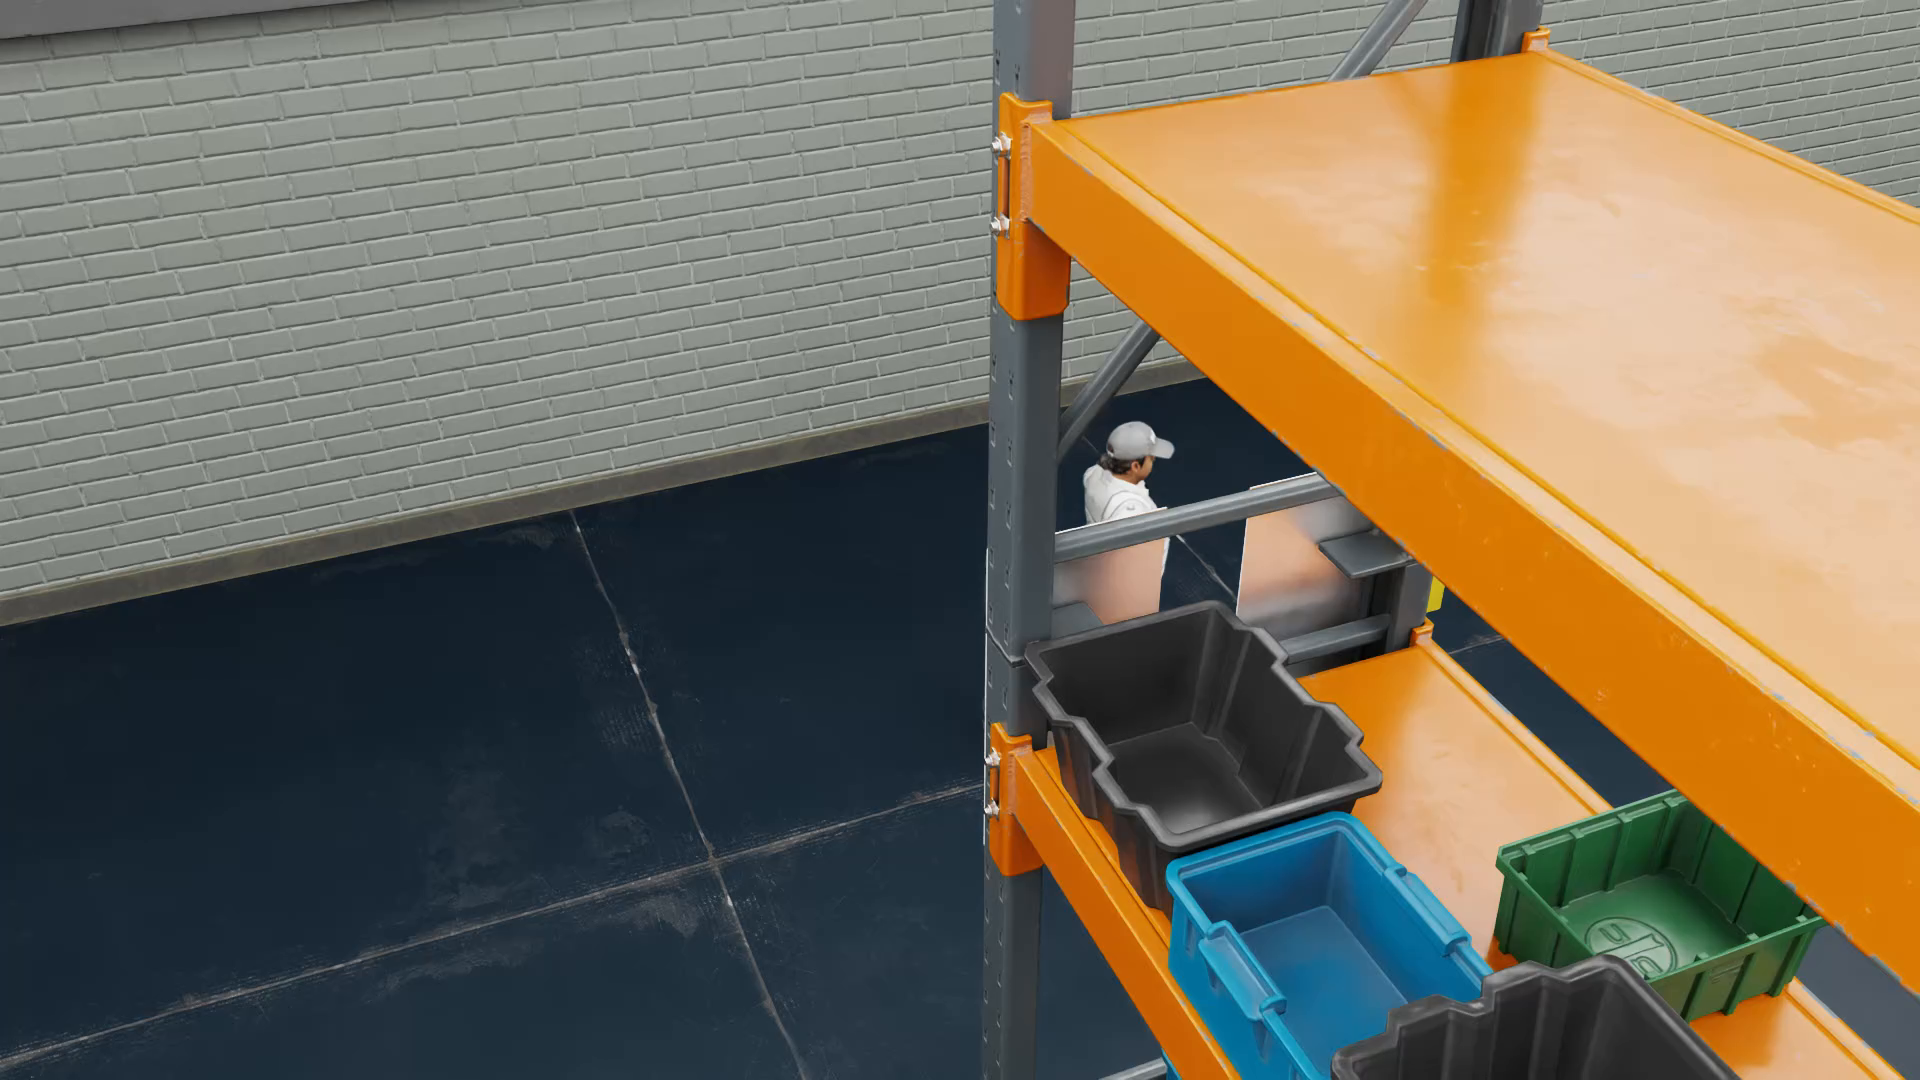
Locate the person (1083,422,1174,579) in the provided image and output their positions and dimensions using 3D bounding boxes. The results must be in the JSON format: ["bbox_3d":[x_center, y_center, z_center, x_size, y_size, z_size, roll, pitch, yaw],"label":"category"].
[{"bbox_3d":[0.672,0.237,7.138,0.414,1.668,0.495,-9,35,-13],"label":"person"}]
